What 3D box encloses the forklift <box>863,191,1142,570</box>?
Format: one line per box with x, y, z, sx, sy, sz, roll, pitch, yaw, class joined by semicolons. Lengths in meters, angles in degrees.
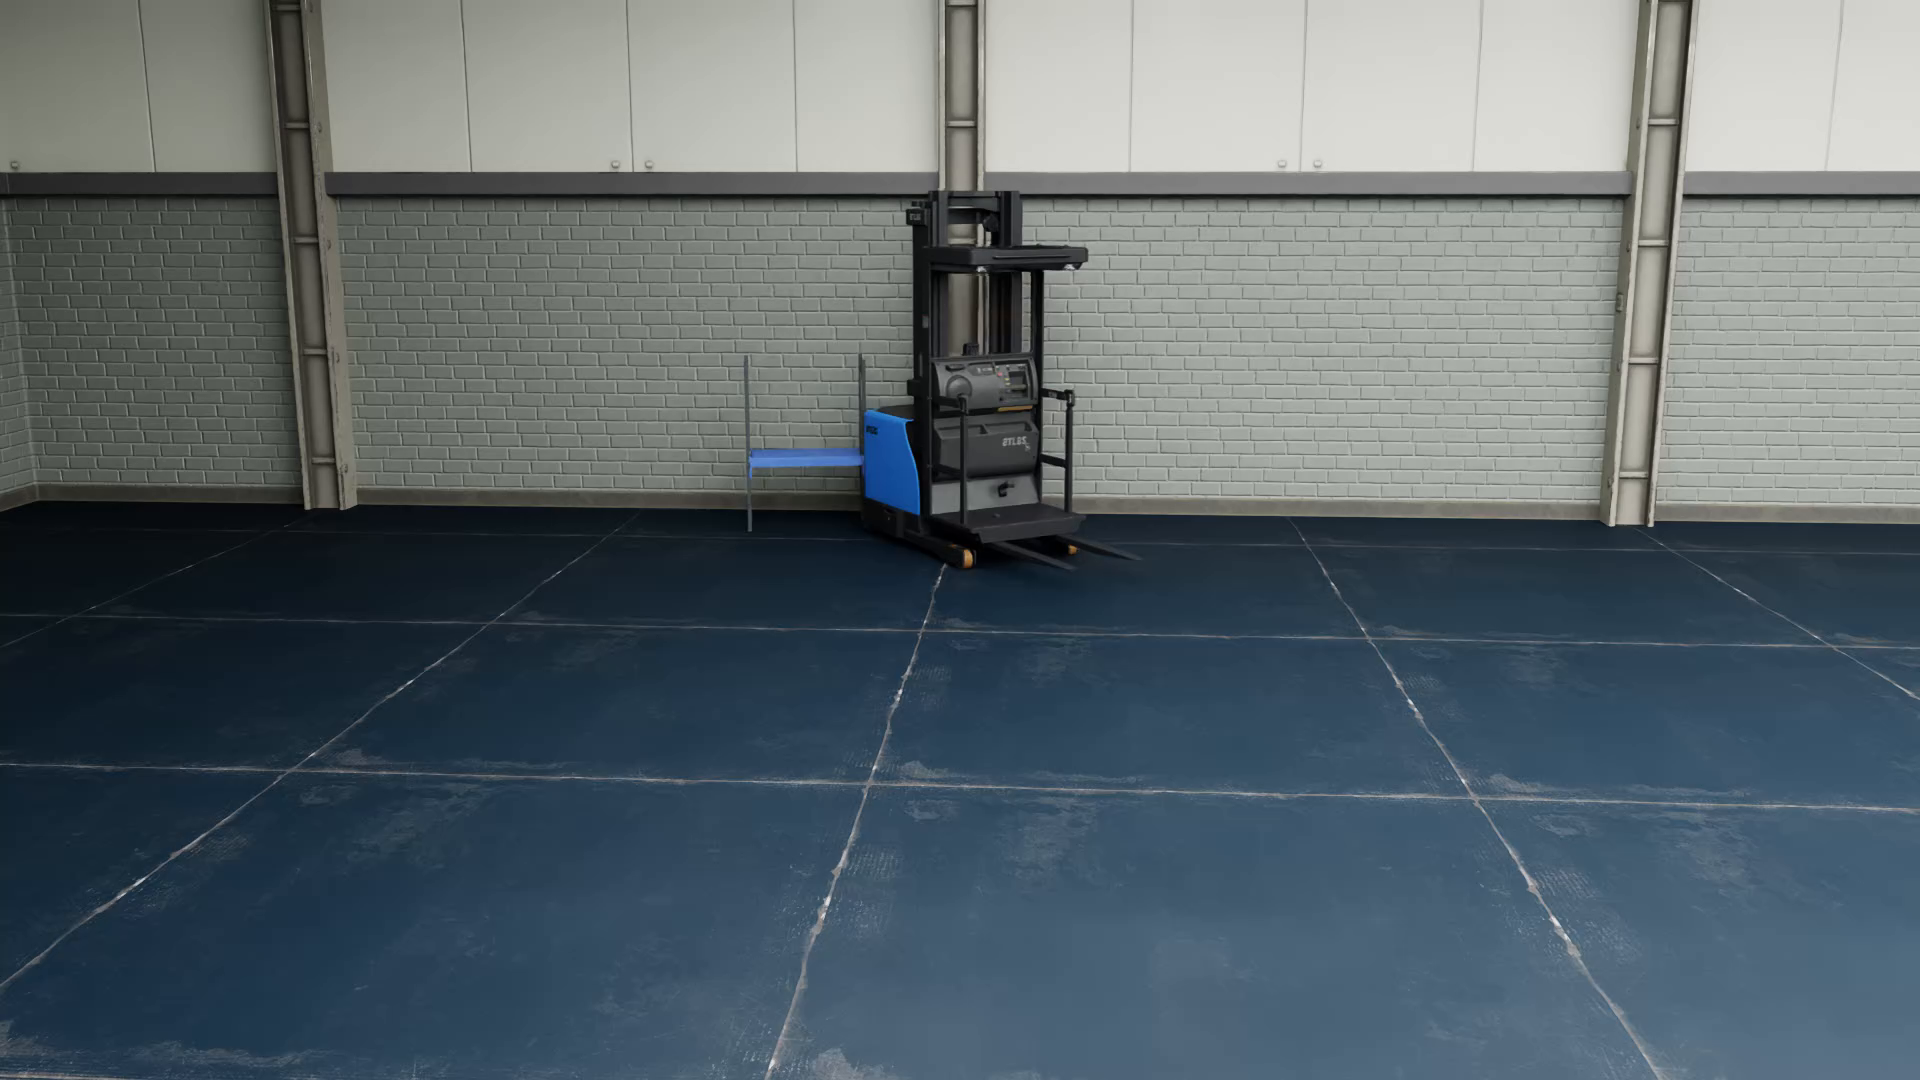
0.324;-1.307;13.360;1.130;2.935;3.031;-7;14;-29;forklift

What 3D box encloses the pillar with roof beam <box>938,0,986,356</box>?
-0.267;-3.761;10.269;0.400;9.000;9.100;1;12;4;pillar with roof beam

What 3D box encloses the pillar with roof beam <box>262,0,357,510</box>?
-6.254;-3.843;10.662;0.400;9.000;9.100;1;12;4;pillar with roof beam

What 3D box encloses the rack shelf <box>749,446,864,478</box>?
-1.372;-0.697;14.813;1.000;0.185;0.538;-1;12;-7;rack shelf

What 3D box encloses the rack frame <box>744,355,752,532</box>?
-1.877;-0.860;14.716;0.032;1.500;0.500;-1;12;-7;rack frame

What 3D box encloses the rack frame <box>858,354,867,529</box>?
-0.868;-0.885;14.837;0.032;1.500;0.500;-1;12;-7;rack frame

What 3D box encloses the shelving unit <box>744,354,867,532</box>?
-1.372;-0.873;14.777;1.048;1.500;0.538;-1;12;-7;shelving unit

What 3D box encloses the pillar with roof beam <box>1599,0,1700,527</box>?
5.719;-3.679;9.877;0.400;9.000;9.100;1;12;4;pillar with roof beam
